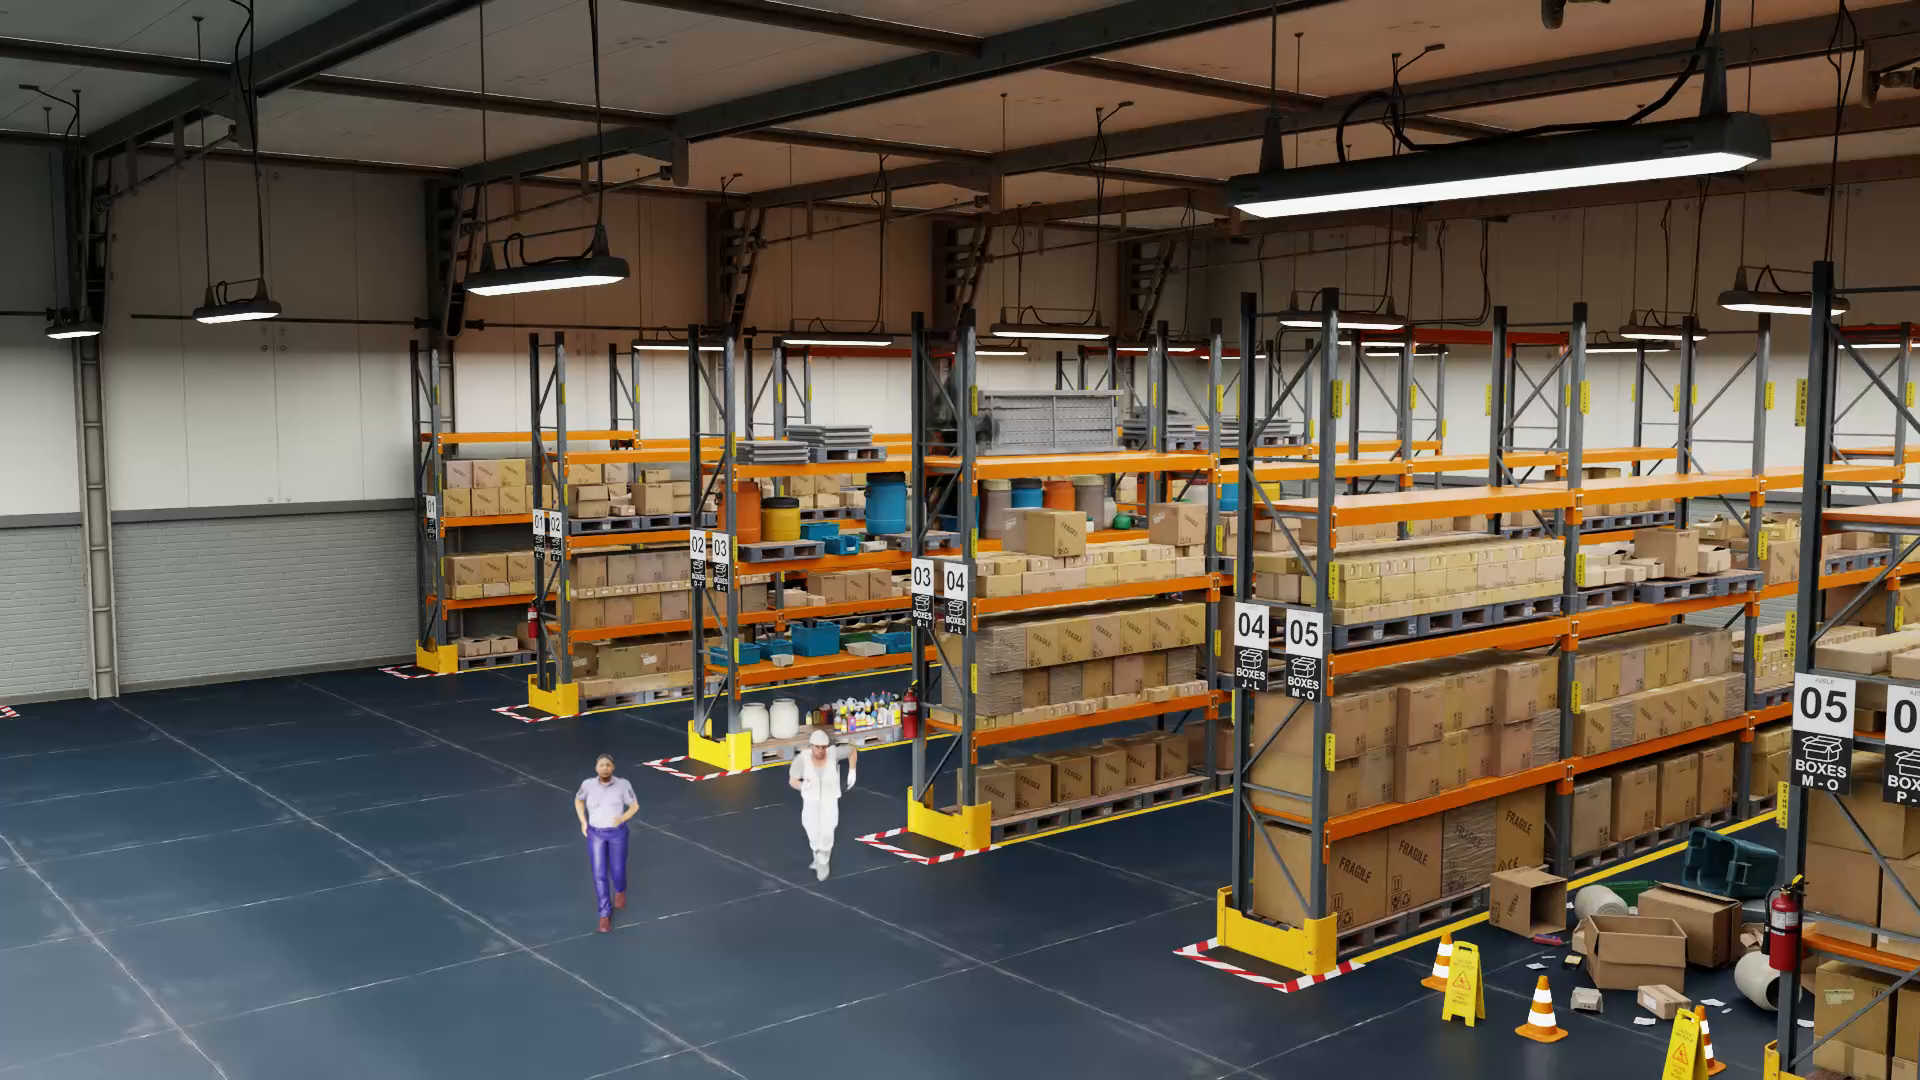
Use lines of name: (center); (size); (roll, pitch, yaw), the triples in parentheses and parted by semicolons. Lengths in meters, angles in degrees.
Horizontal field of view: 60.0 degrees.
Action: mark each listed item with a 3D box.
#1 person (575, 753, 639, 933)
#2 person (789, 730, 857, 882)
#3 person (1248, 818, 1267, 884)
person: (-3.403, 2.863, 16.029); (0.611, 1.643, 0.807); (-1, 5, -10)
person: (-1.425, 2.744, 17.362); (0.701, 1.652, 0.976); (0, 5, -4)
person: (3.316, 2.680, 17.400); (0.797, 1.767, 0.706); (-4, 7, -39)
